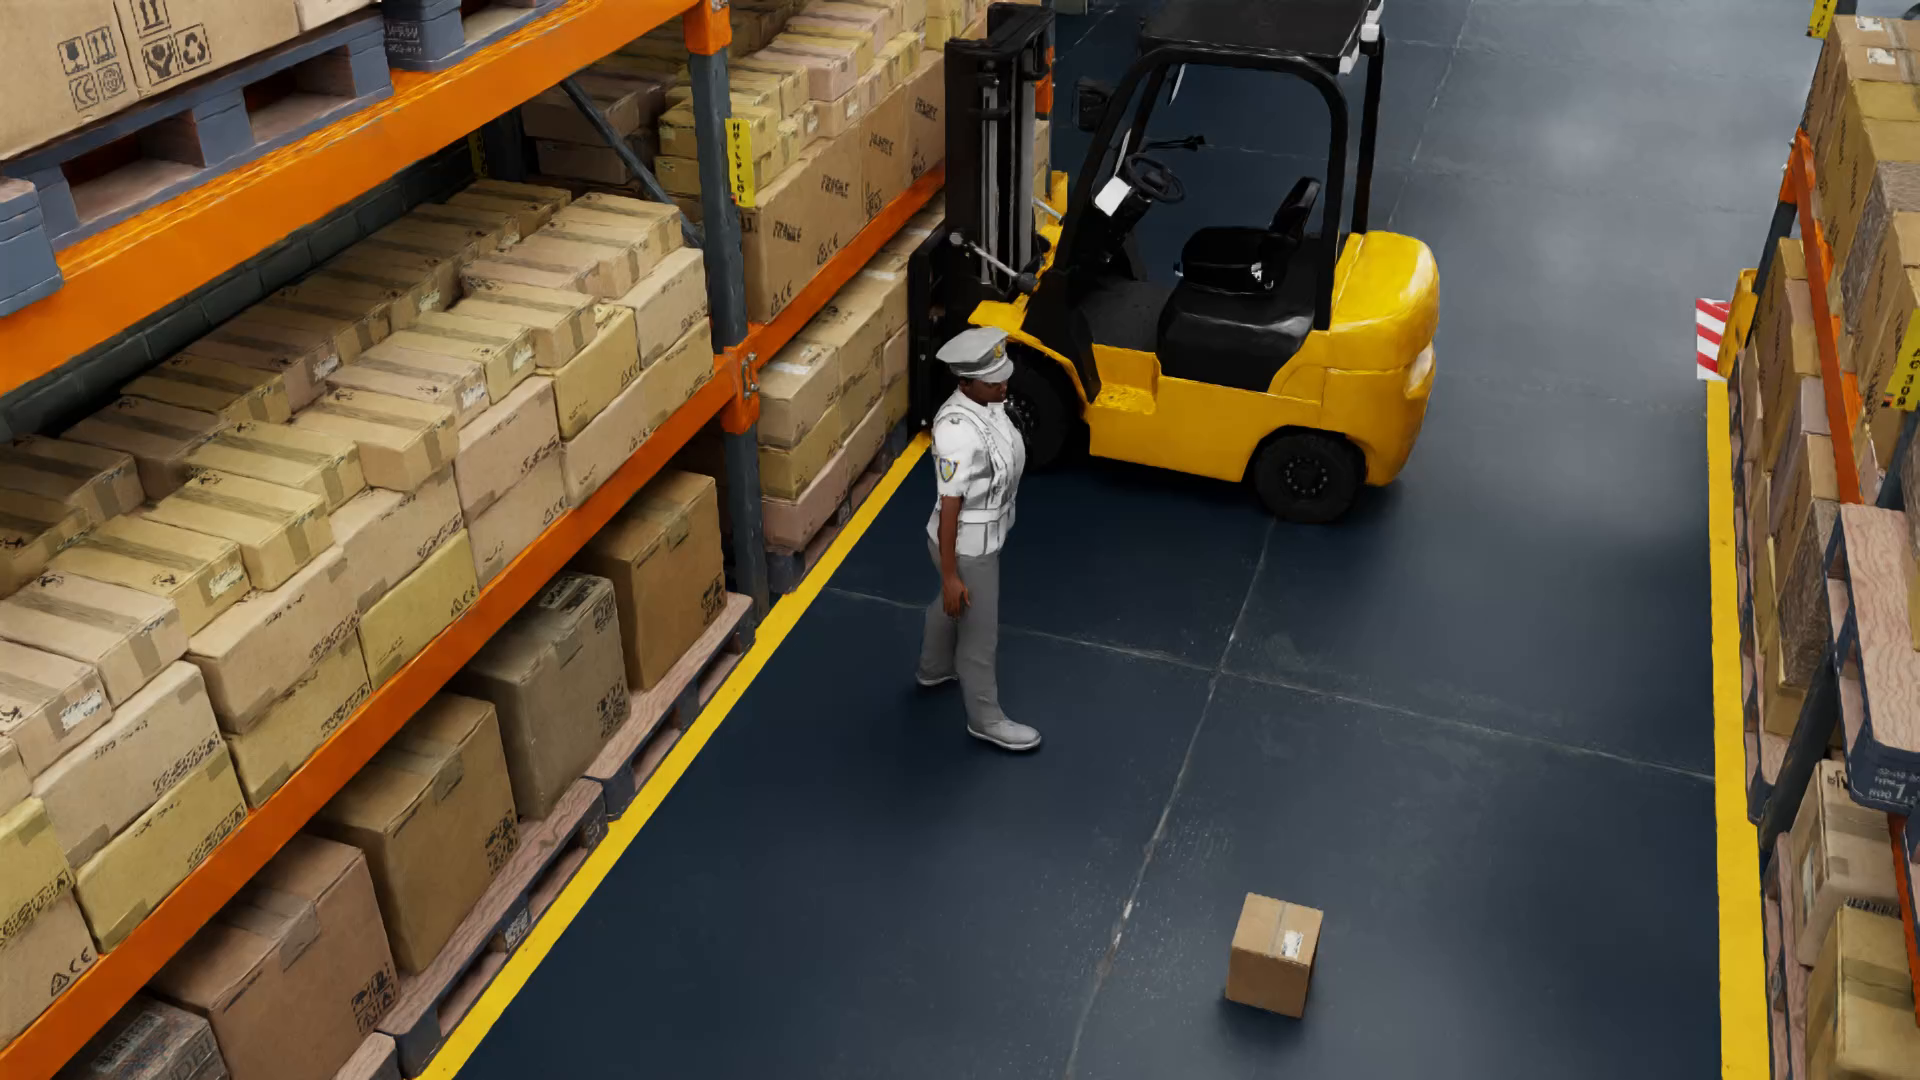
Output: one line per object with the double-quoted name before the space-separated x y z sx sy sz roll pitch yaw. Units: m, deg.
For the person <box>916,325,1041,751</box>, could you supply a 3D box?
"person" 0.064 -0.003 6.112 0.579 1.658 0.657 9 35 13
